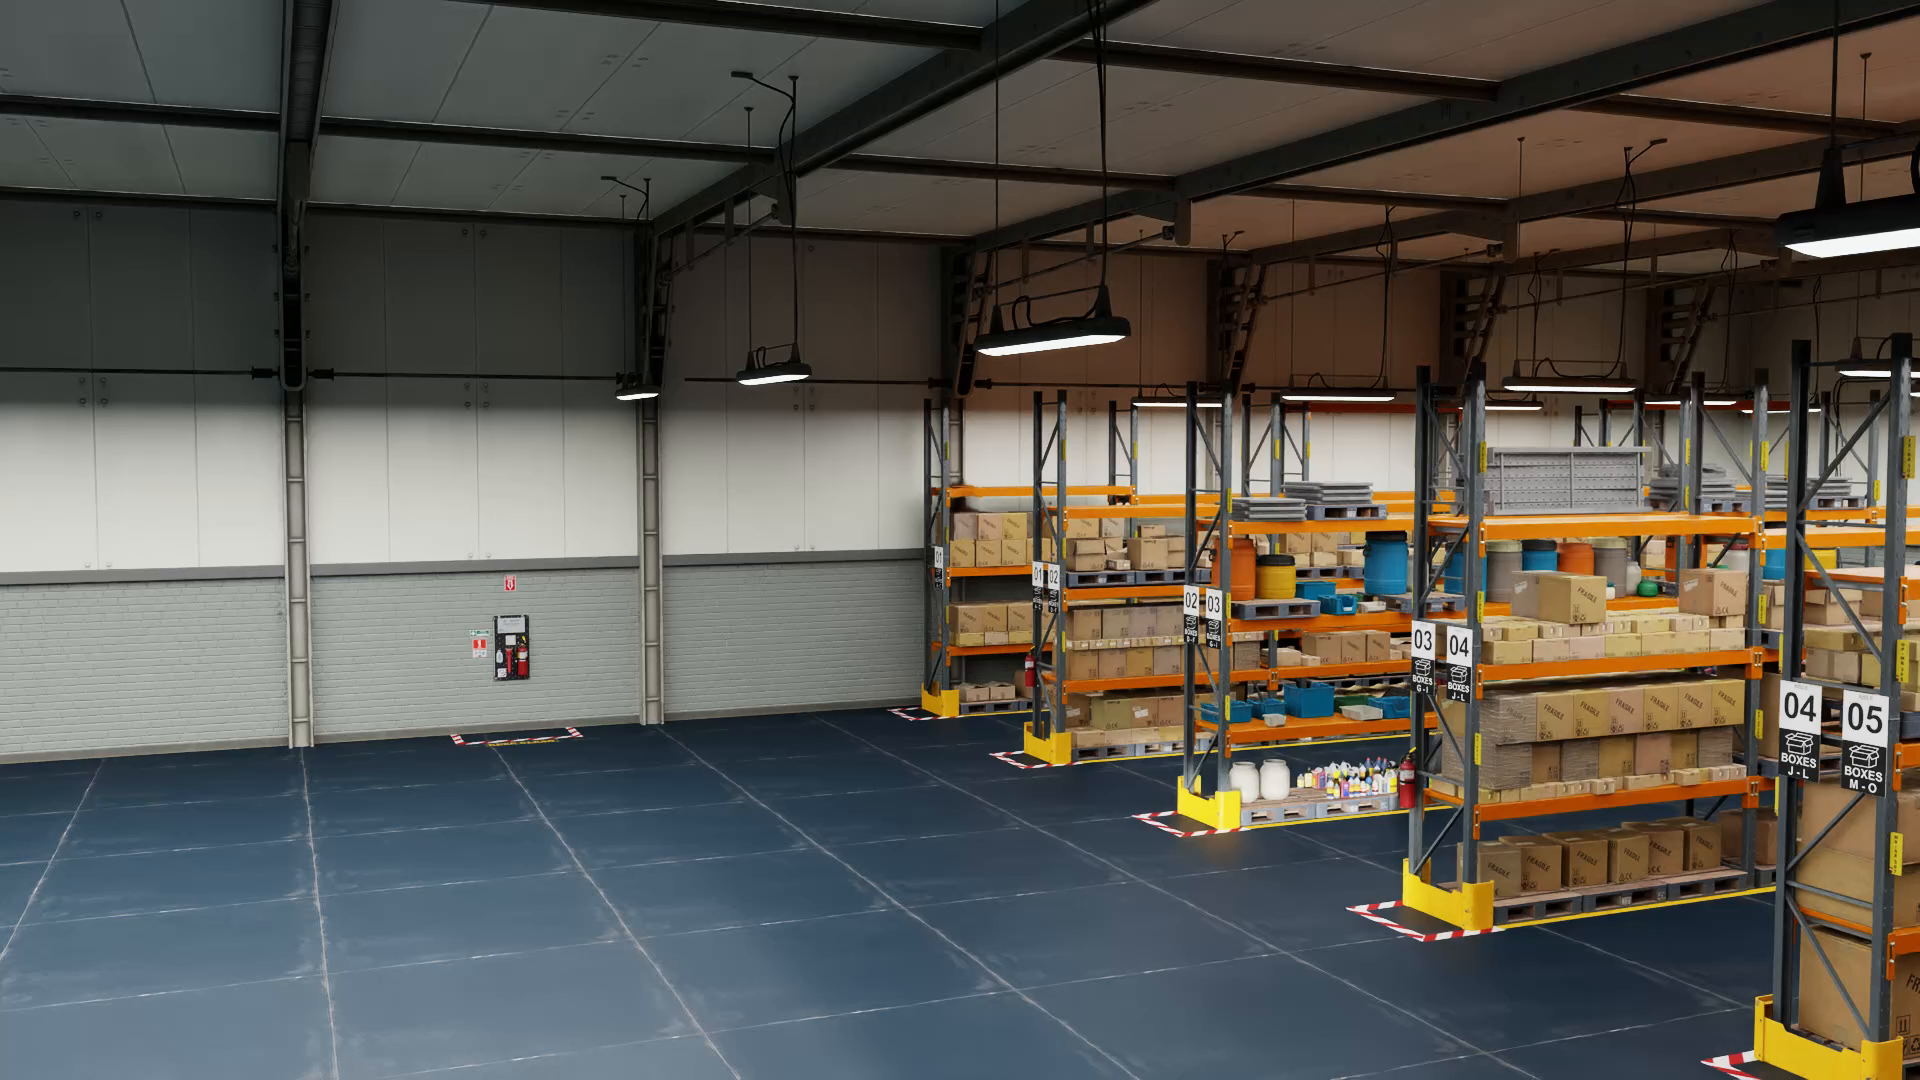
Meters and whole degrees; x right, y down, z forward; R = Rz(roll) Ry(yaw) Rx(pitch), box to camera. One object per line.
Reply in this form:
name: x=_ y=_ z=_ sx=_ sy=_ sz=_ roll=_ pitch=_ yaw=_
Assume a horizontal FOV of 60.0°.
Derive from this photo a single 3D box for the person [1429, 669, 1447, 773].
person: x=7.516 y=2.811 z=25.910 sx=0.948 sy=1.641 sz=0.586 roll=-1 pitch=4 yaw=-18
